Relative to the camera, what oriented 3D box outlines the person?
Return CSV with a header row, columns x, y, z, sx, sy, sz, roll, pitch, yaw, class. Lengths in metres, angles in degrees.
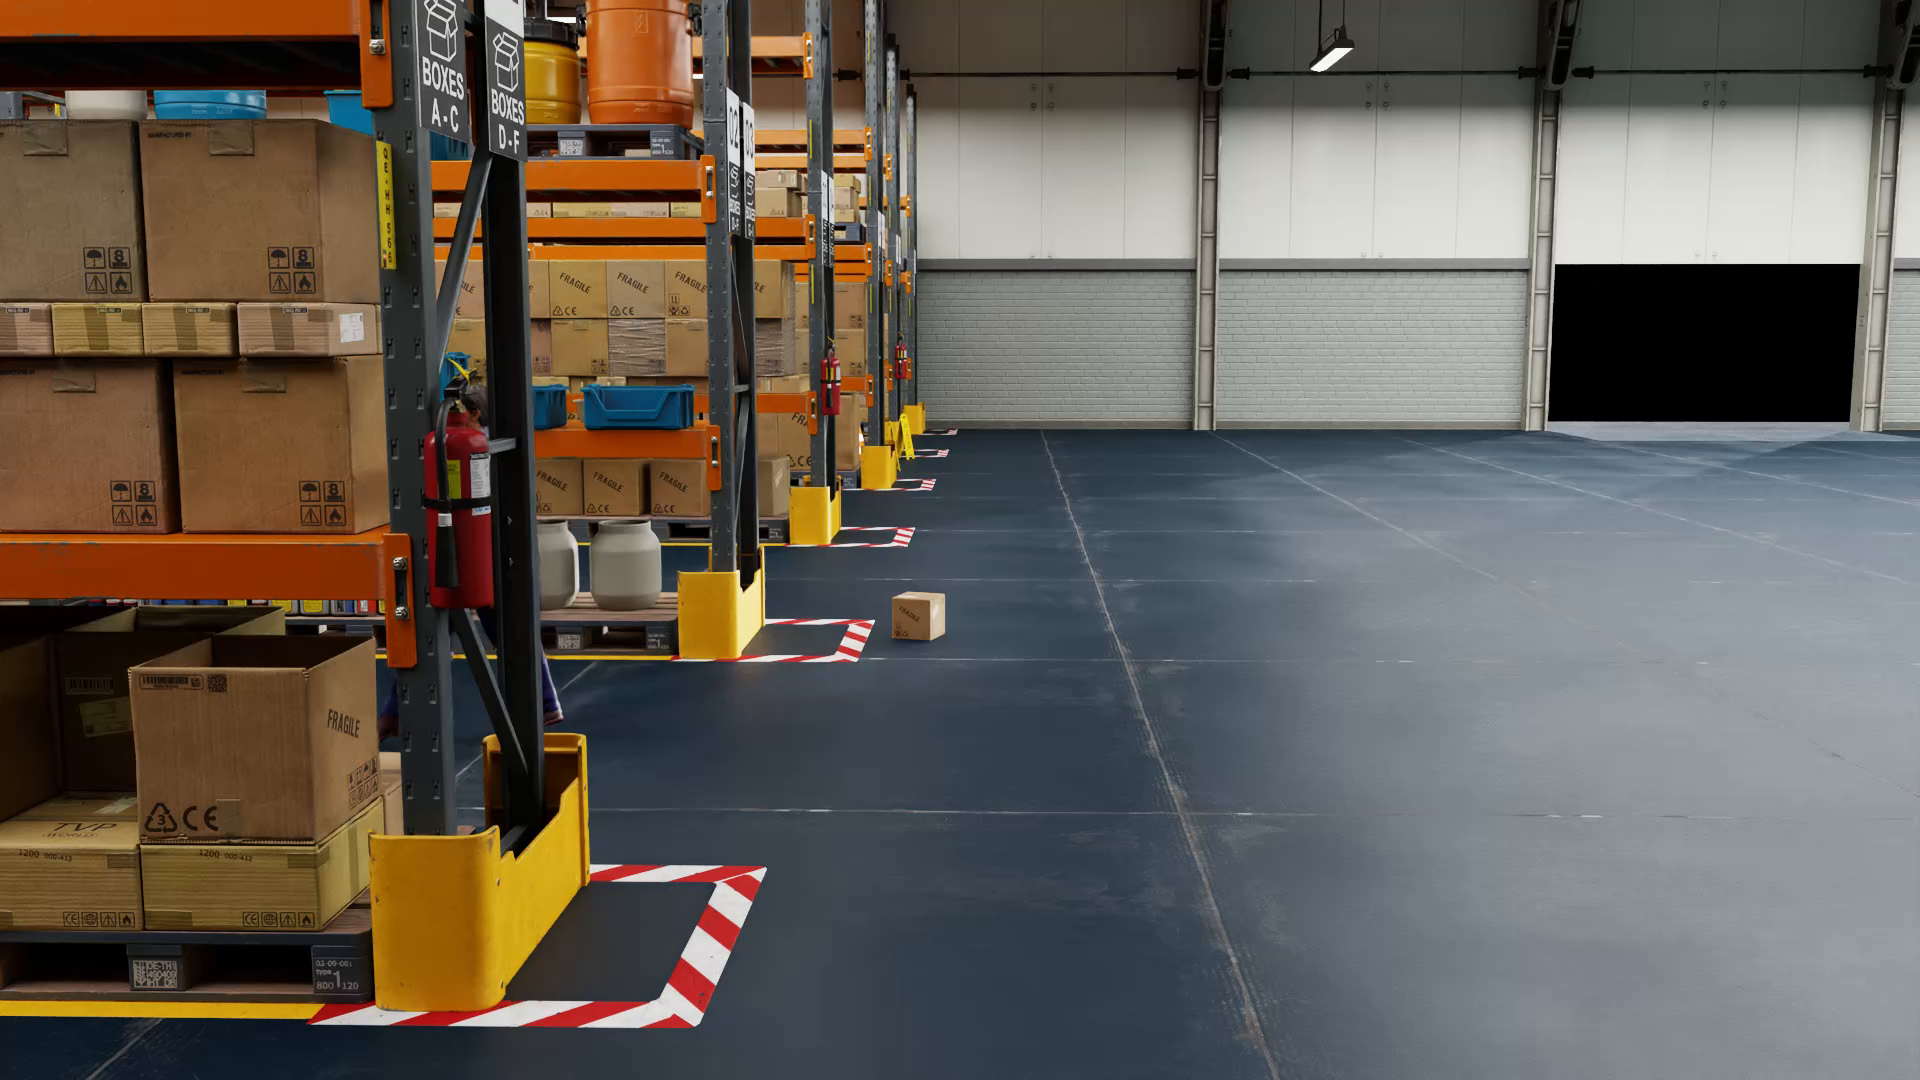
x,y,z,sx,sy,sz,roll,pitch,yaw,class
-2.265,0.103,7.445,0.937,1.599,0.474,-5,9,-36,person
